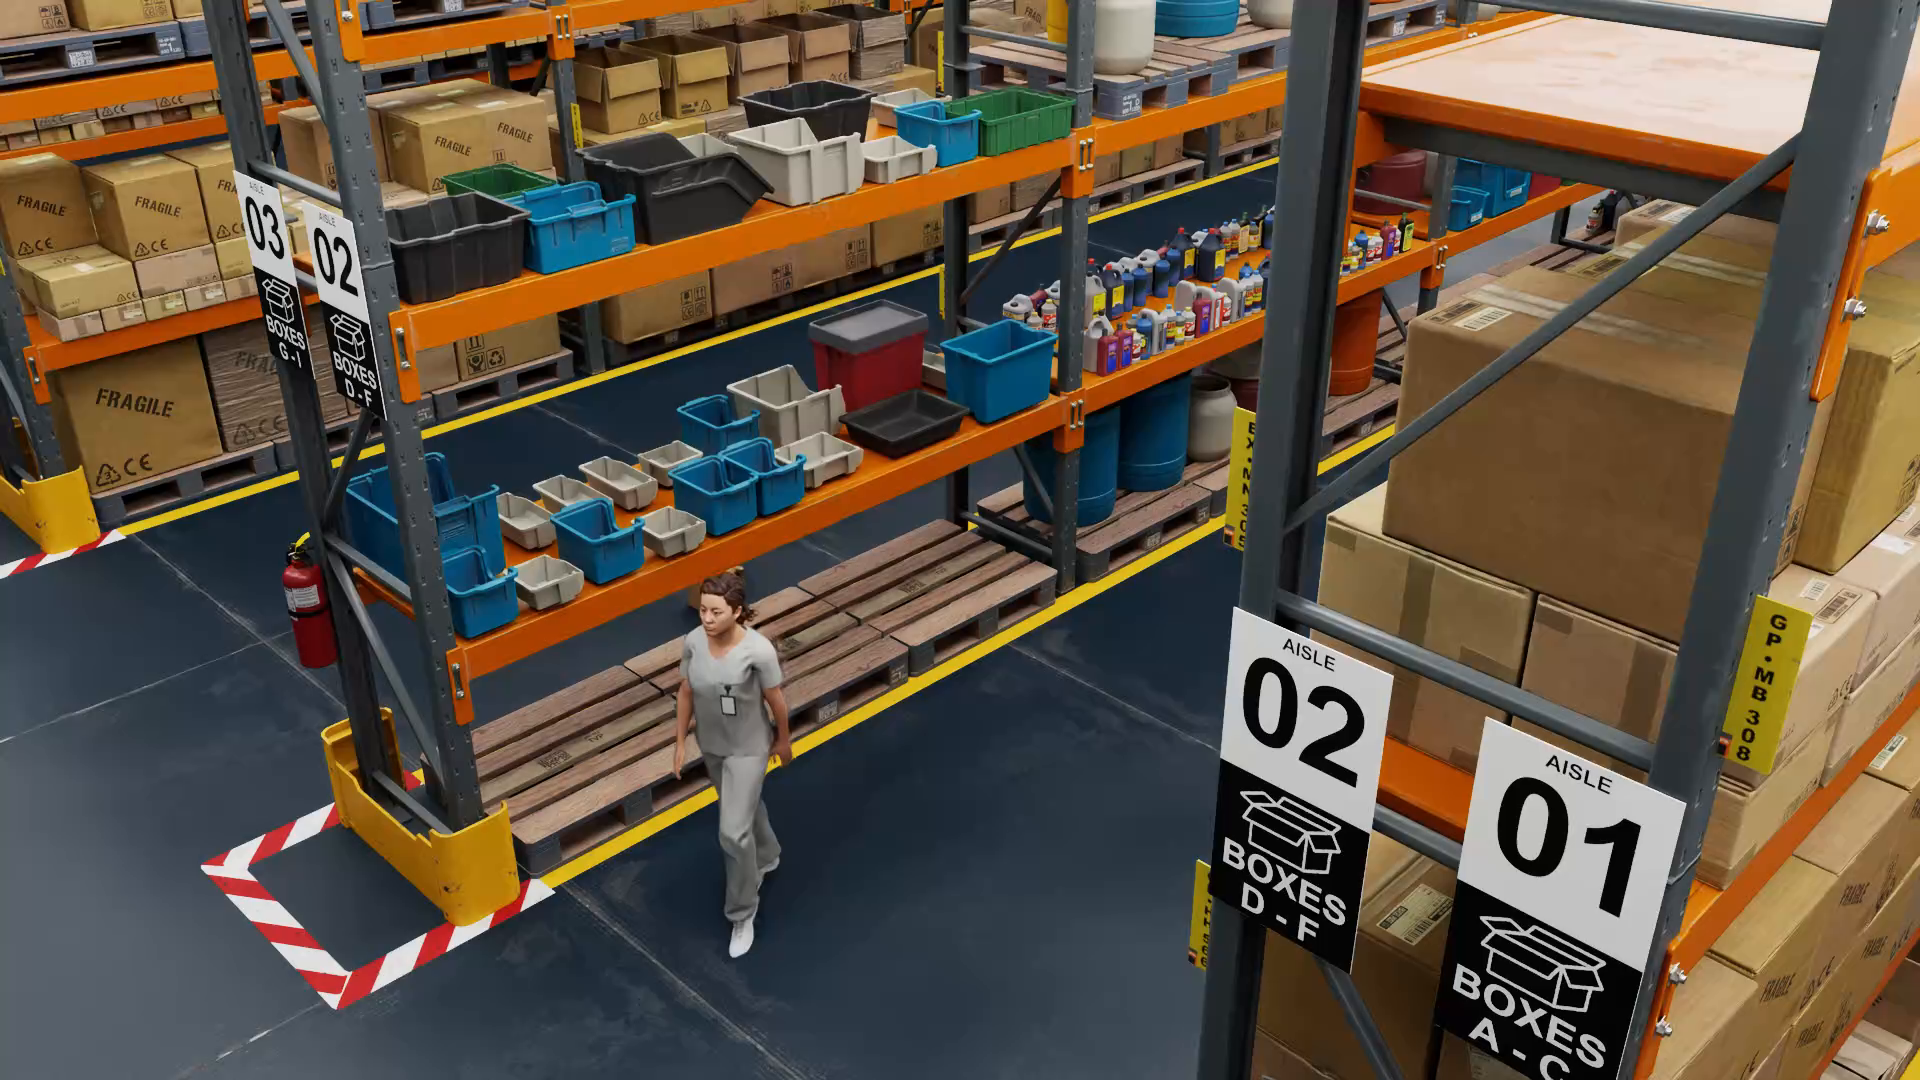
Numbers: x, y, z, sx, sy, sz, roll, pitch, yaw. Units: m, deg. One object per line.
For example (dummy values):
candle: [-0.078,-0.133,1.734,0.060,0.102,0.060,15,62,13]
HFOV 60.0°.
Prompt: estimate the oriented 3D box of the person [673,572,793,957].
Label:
person: [-1.002,0.923,7.181,0.451,1.710,0.622,13,31,24]
